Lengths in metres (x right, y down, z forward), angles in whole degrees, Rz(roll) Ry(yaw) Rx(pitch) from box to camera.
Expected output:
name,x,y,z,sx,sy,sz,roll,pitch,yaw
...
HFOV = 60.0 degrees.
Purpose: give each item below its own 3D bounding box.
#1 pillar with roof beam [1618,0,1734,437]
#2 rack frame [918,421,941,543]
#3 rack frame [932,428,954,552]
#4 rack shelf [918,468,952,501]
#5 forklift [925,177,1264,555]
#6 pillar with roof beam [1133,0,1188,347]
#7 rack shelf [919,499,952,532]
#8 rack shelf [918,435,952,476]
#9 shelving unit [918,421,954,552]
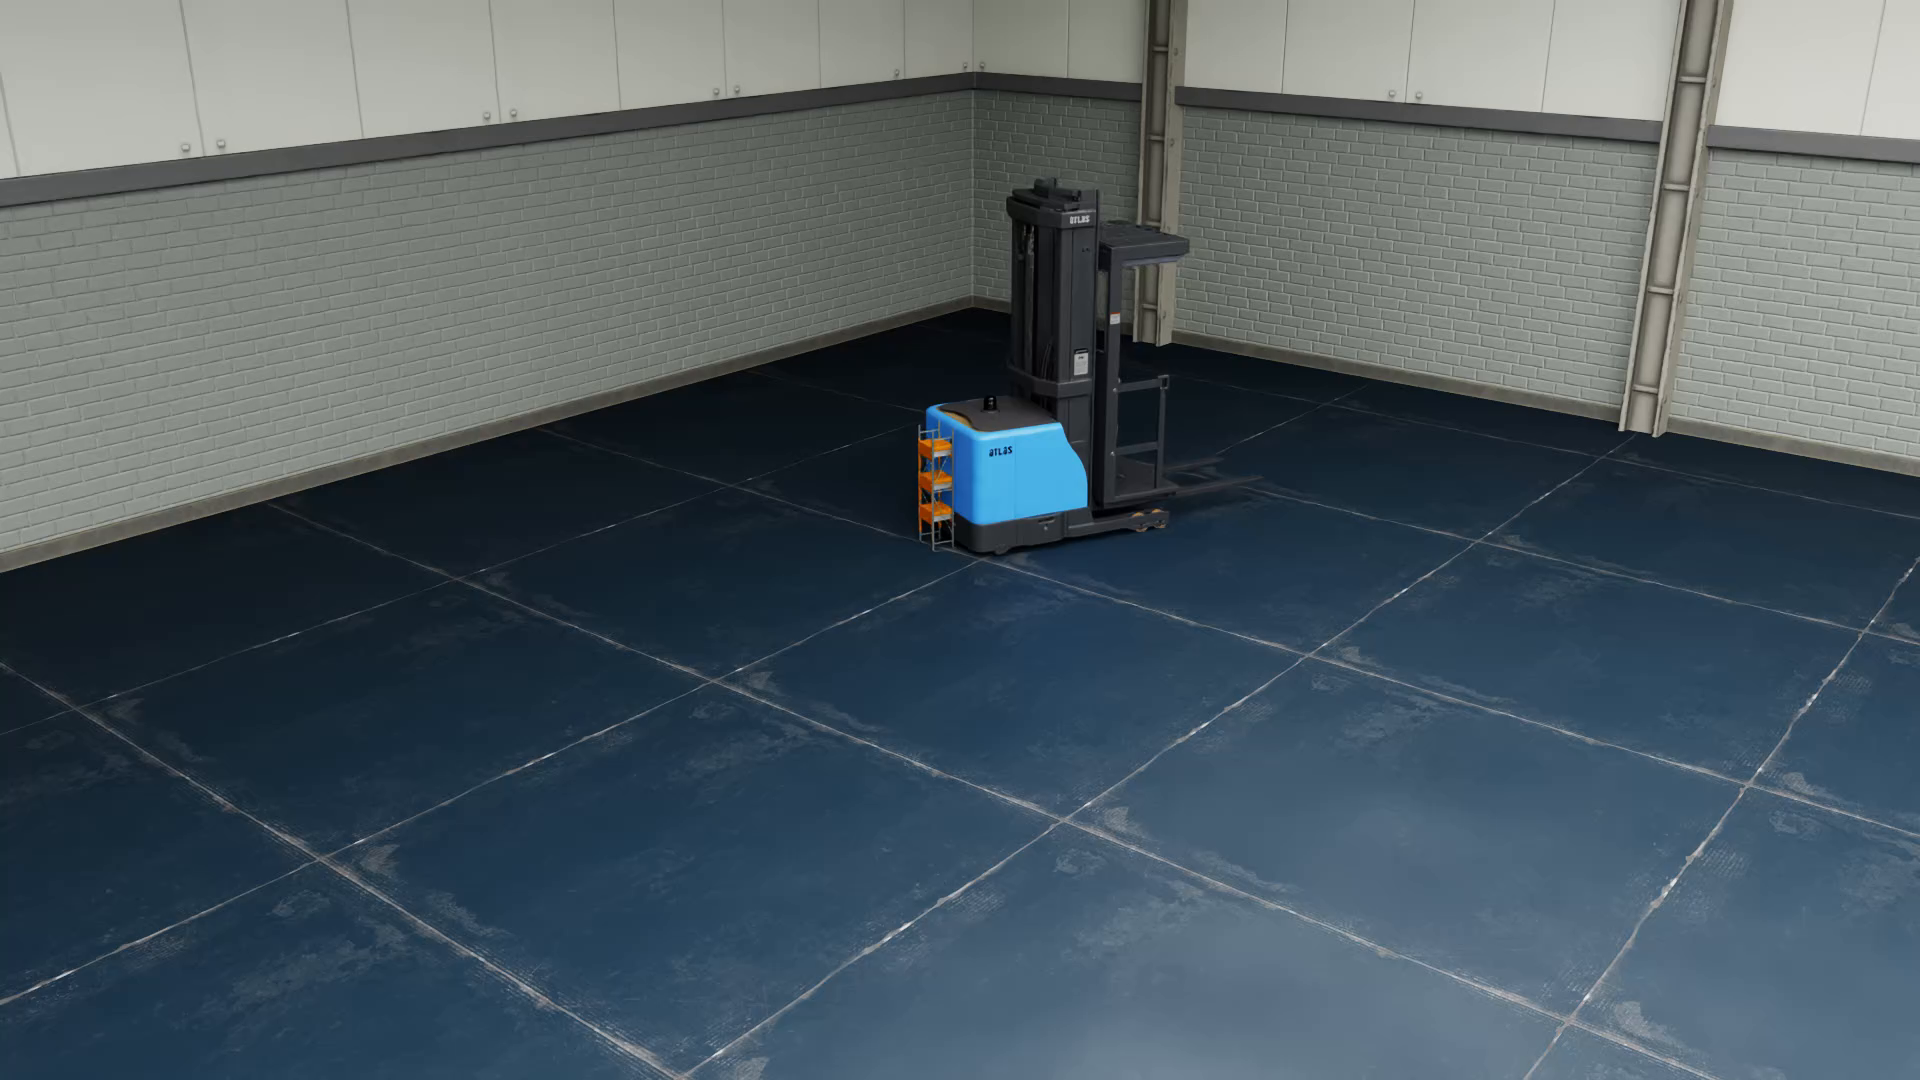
name,x,y,z,sx,sy,sz,roll,pitch,yaw
pillar with roof beam,4.324,-4.165,12.461,0.400,9.000,9.100,16,26,36
rack frame,-0.254,-0.481,13.959,0.200,1.050,0.008,-10,23,-26
rack frame,-0.141,-0.405,13.756,0.200,1.050,0.008,-10,23,-26
rack shelf,-0.198,-0.433,13.861,0.215,0.259,0.240,-10,23,-26
forklift,1.247,-1.594,14.243,3.031,2.935,1.130,-10,23,-25
pillar with roof beam,-0.325,-5.503,16.011,0.400,9.000,9.100,16,26,36
rack shelf,-0.198,-0.173,13.959,0.215,0.259,0.240,-10,23,-26
rack shelf,-0.198,-0.699,13.761,0.215,0.259,0.240,-10,23,-26
shelving unit,-0.198,-0.443,13.858,0.215,1.050,0.252,-10,23,-26
